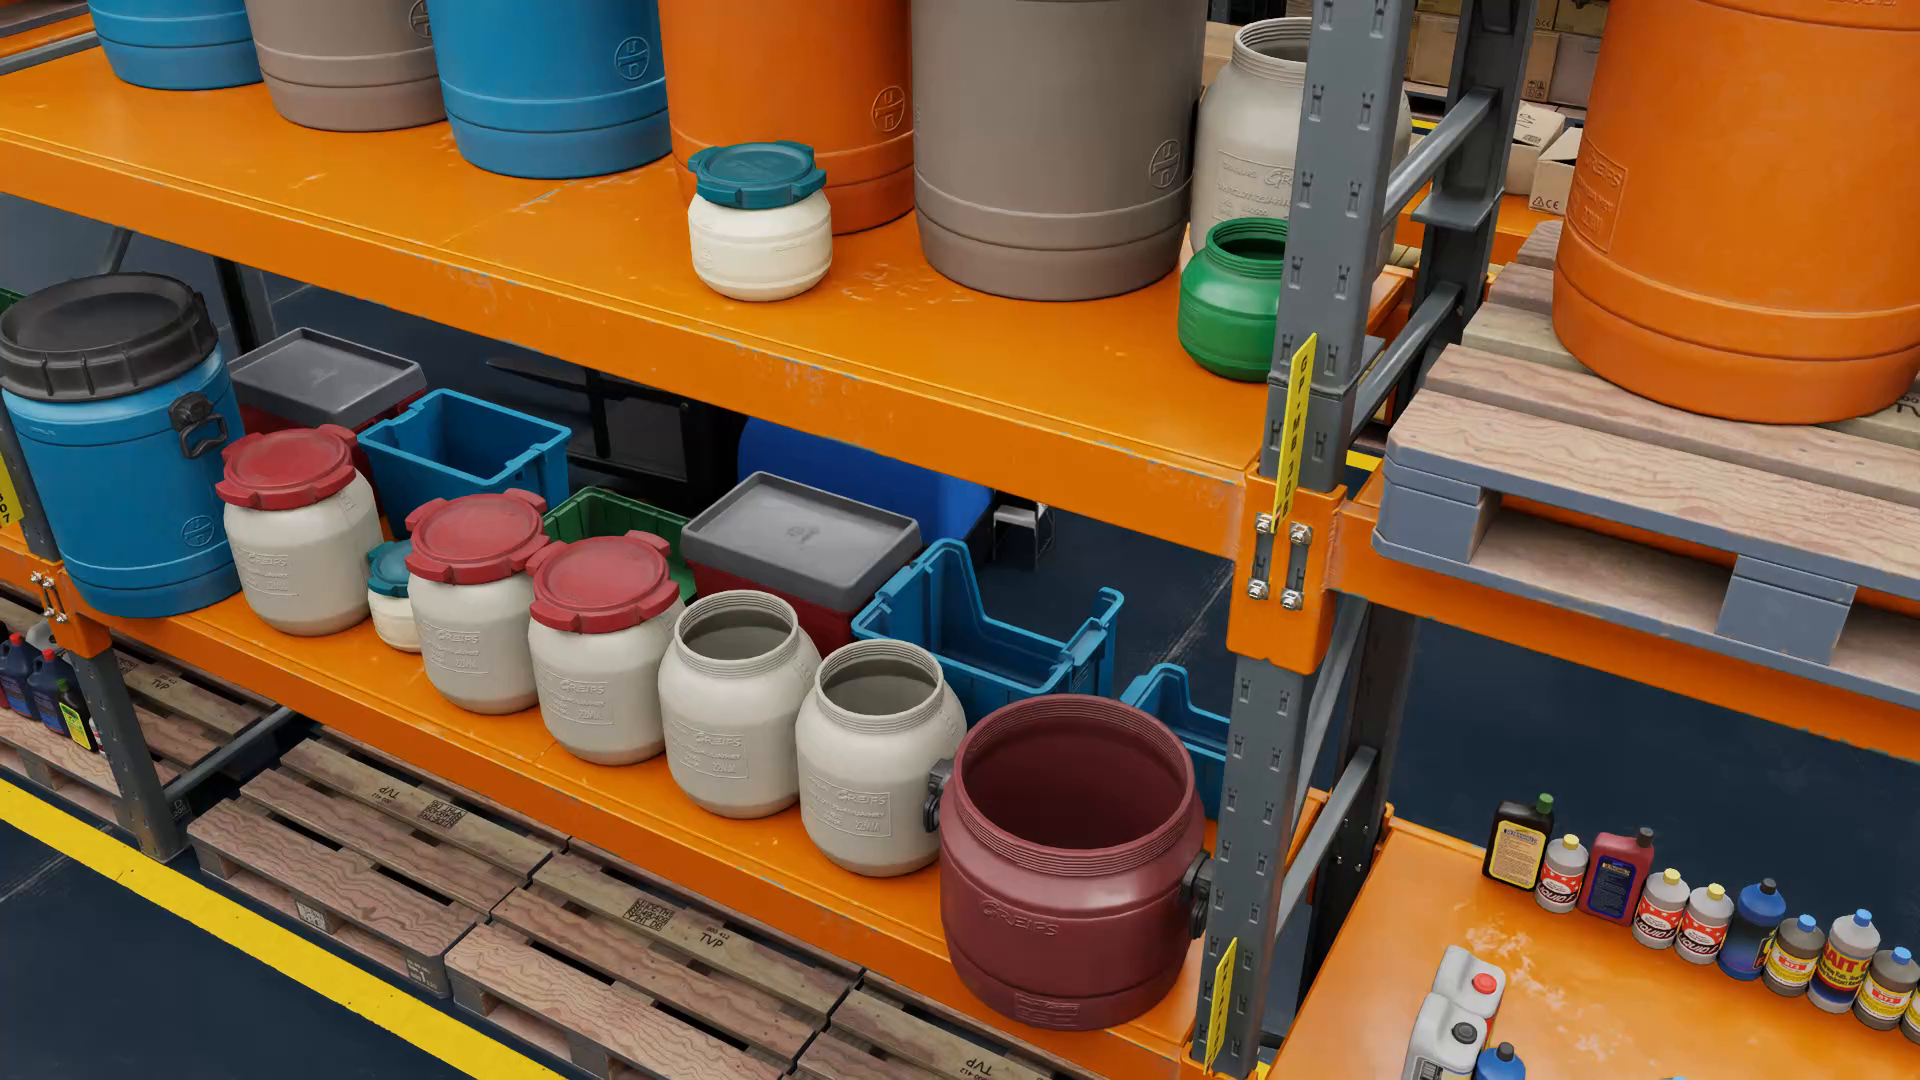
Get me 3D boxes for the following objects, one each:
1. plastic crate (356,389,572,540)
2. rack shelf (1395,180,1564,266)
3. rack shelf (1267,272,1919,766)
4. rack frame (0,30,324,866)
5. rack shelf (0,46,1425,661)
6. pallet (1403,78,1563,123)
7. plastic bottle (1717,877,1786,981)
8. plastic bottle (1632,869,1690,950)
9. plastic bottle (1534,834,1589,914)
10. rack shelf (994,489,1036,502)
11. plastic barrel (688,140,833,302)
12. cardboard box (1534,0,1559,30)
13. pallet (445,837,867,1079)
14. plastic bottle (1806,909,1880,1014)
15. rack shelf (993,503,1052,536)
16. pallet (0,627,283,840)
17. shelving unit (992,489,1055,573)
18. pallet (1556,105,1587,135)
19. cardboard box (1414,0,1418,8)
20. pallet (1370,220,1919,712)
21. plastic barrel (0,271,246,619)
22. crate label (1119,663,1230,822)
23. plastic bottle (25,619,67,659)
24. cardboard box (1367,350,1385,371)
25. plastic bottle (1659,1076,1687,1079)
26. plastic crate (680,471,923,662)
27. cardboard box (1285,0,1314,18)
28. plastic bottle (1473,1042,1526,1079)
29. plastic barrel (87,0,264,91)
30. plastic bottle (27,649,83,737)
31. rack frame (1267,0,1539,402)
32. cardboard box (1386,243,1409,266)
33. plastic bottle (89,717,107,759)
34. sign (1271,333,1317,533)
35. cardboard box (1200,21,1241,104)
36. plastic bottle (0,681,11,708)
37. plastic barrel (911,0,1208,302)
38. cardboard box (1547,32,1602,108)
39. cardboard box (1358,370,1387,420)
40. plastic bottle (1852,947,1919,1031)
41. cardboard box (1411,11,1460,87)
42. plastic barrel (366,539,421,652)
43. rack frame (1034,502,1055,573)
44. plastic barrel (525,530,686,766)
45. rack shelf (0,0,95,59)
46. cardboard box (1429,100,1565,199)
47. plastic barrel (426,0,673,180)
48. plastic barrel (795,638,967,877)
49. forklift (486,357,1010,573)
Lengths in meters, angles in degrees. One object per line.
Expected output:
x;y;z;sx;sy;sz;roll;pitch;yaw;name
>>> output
-1.555;-0.171;5.315;0.575;0.384;0.392;18;37;24;plastic crate
1.530;-1.864;8.492;4.000;0.370;1.077;18;37;24;rack shelf
2.542;0.370;2.431;4.000;0.370;1.077;18;37;24;rack shelf
-2.667;-0.331;5.541;0.127;3.000;1.000;18;37;24;rack frame
-0.931;-0.730;4.083;4.000;0.370;1.077;18;37;24;rack shelf
3.988;-3.390;12.650;1.213;0.211;1.003;18;37;24;pallet
1.829;0.886;3.829;0.097;0.271;0.097;0;34;0;plastic bottle
1.660;0.862;3.929;0.097;0.201;0.097;0;34;0;plastic bottle
1.459;0.798;4.024;0.097;0.201;0.097;0;34;0;plastic bottle
0.290;-0.282;7.422;0.200;0.077;0.258;13;36;19;rack shelf
-0.415;-0.659;3.452;0.301;0.262;0.301;0;34;0;plastic barrel
4.157;-3.952;12.161;0.500;0.250;0.500;17;37;24;cardboard box
-0.903;1.362;5.515;1.213;0.211;1.003;18;37;24;pallet
1.998;0.939;3.749;0.097;0.271;0.097;0;34;0;plastic bottle
0.290;-0.132;7.522;0.200;0.077;0.258;13;36;19;rack shelf
-3.230;0.625;6.621;1.213;0.211;1.003;18;37;24;pallet
0.290;-0.310;7.403;0.210;0.900;0.258;13;36;19;shelving unit
5.043;-3.054;12.145;1.213;0.211;1.003;18;37;24;pallet
3.280;-4.240;12.592;0.500;0.250;0.500;17;37;23;cardboard box
1.421;-0.144;2.723;1.213;0.211;1.003;18;37;24;pallet
-2.482;-0.288;5.024;0.708;0.901;0.600;18;37;24;plastic barrel
0.626;0.542;4.380;0.416;0.233;0.303;18;37;24;crate label
-3.485;0.450;6.428;0.135;0.276;0.152;18;37;24;plastic bottle
2.235;-1.043;8.206;0.500;0.311;0.500;17;37;24;cardboard box
1.468;1.188;3.439;0.097;0.201;0.097;0;34;0;plastic bottle
-0.446;0.151;4.760;0.583;0.464;0.402;18;37;24;plastic crate
2.896;-4.047;12.979;0.500;0.500;0.700;19;38;26;cardboard box
1.108;1.142;3.445;0.097;0.271;0.097;0;34;0;plastic bottle
-2.118;-1.753;4.517;0.708;0.901;0.600;18;37;24;plastic barrel
-3.370;0.550;6.211;0.185;0.351;0.144;17;37;23;plastic bottle
0.805;-1.728;2.226;0.127;3.000;1.000;18;37;24;rack frame
2.056;-1.445;8.809;0.500;0.311;0.500;17;37;23;cardboard box
-3.137;0.701;6.119;0.097;0.201;0.097;0;34;0;plastic bottle
0.539;-0.169;2.686;0.005;0.325;0.100;18;37;24;sign
1.345;-2.254;8.338;0.500;0.500;0.500;18;38;24;cardboard box
-3.698;0.500;6.346;0.133;0.283;0.061;20;39;27;plastic bottle
0.200;-1.019;3.415;0.600;0.901;0.600;0;34;0;plastic barrel
4.681;-3.512;12.176;0.500;0.500;0.700;18;37;24;cardboard box
2.239;-0.811;8.364;0.500;0.250;0.500;17;37;24;cardboard box
2.082;0.995;3.728;0.097;0.201;0.097;0;34;0;plastic bottle
3.792;-3.769;12.562;0.500;0.500;0.700;18;38;25;cardboard box
-1.594;0.164;4.922;0.301;0.262;0.301;0;34;0;plastic barrel
0.384;-0.288;7.370;0.006;0.900;0.240;13;36;19;rack frame
-0.933;0.302;4.468;0.433;0.535;0.433;0;34;0;plastic barrel
-4.404;-1.830;5.735;4.000;0.370;1.077;18;37;24;rack shelf
2.586;-1.916;8.001;0.500;0.311;0.500;17;37;24;cardboard box
-0.983;-1.393;3.977;0.708;0.901;0.600;18;37;24;plastic barrel
-0.194;0.542;4.129;0.421;0.512;0.421;0;34;0;plastic barrel
-1.208;-1.502;7.361;3.031;2.935;1.130;13;36;19;forklift
